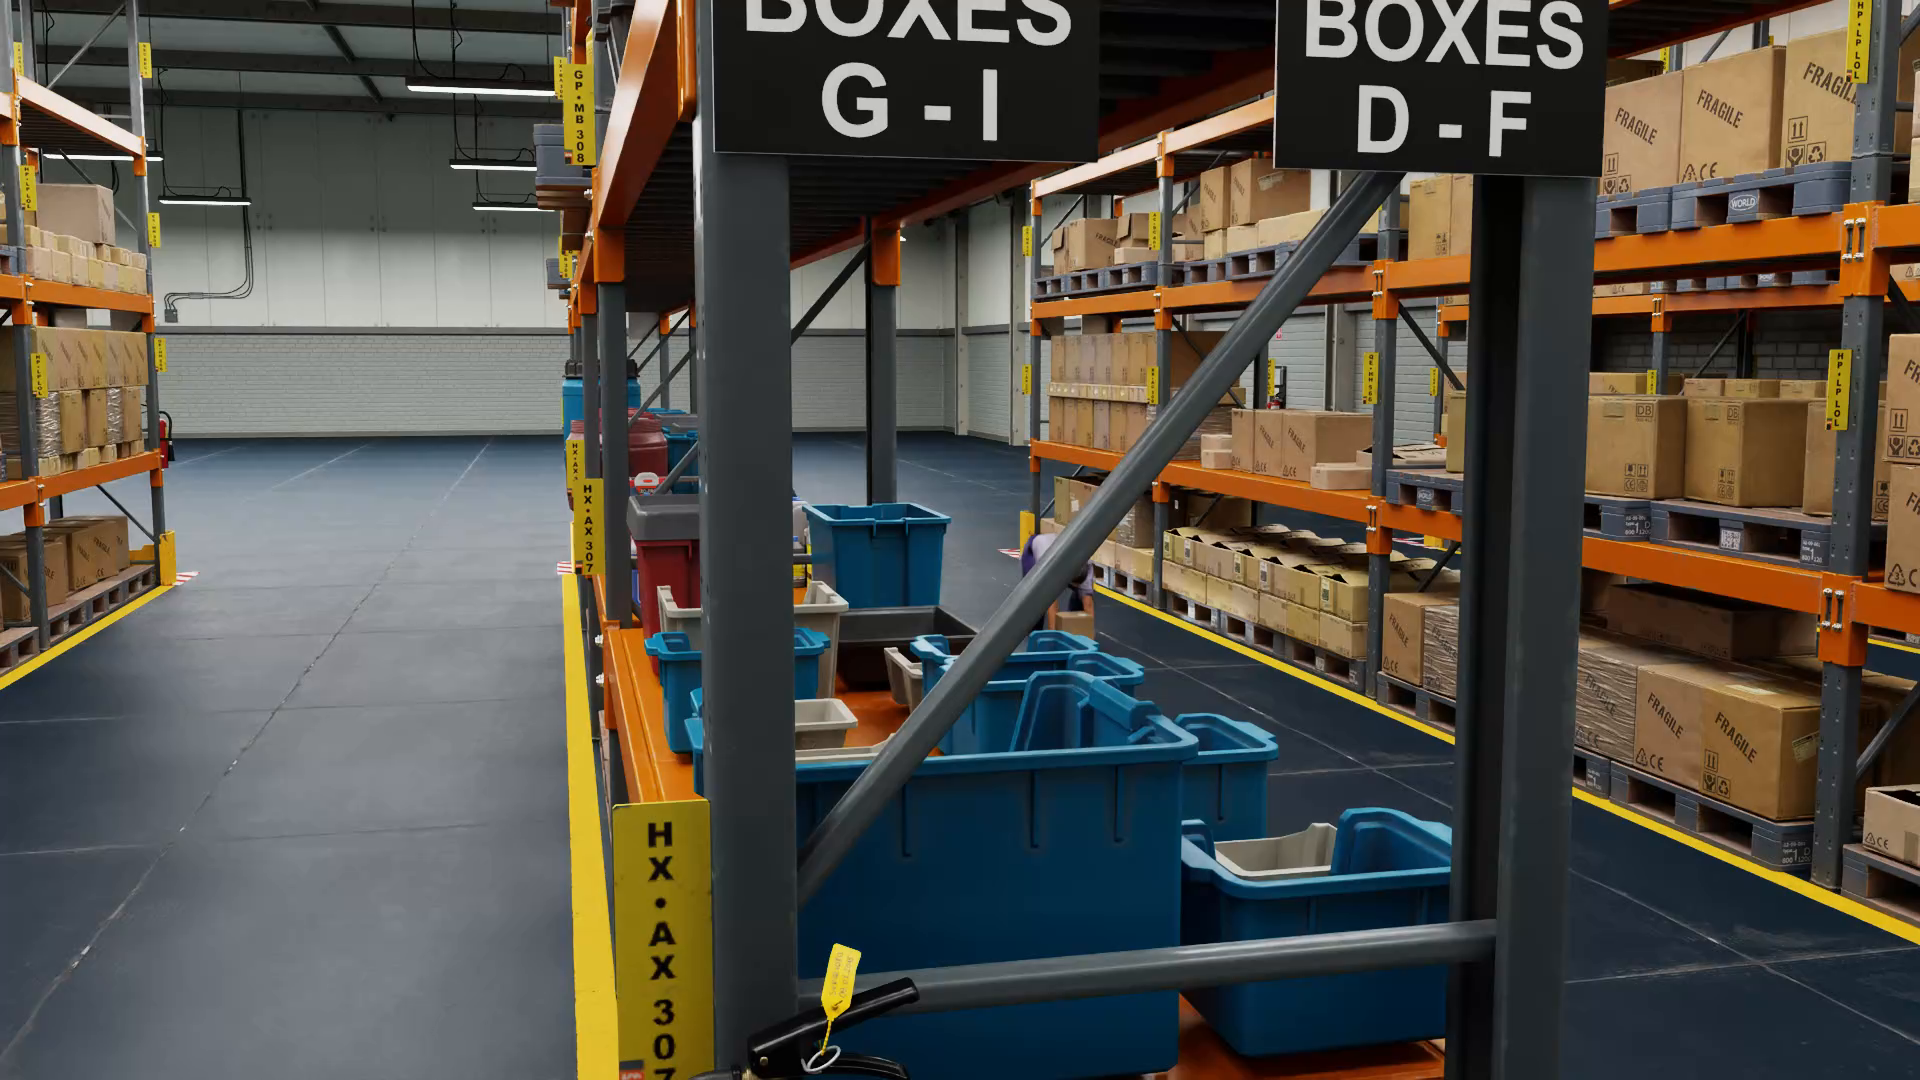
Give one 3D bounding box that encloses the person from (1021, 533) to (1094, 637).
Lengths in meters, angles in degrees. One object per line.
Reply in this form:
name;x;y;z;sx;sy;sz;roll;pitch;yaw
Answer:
person;0.788;0.387;12.945;0.522;0.840;0.899;-2;6;-16
